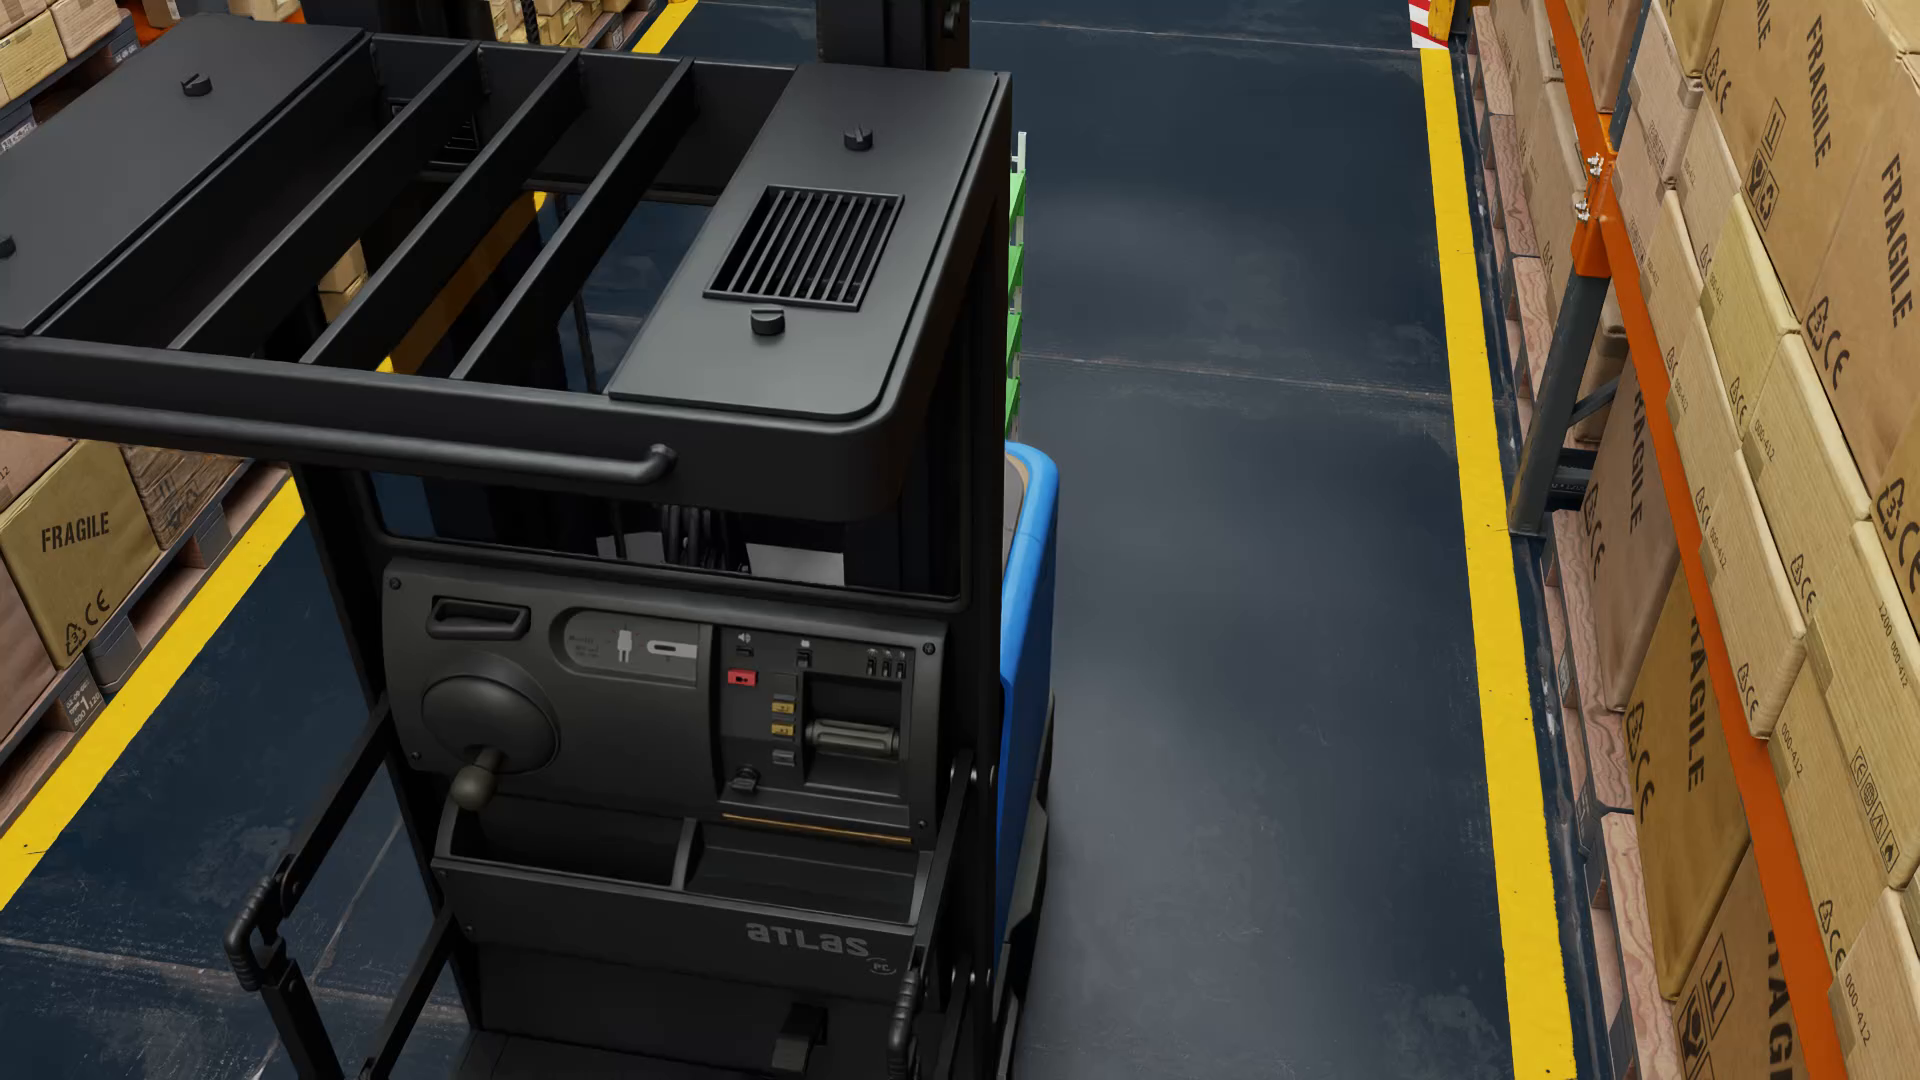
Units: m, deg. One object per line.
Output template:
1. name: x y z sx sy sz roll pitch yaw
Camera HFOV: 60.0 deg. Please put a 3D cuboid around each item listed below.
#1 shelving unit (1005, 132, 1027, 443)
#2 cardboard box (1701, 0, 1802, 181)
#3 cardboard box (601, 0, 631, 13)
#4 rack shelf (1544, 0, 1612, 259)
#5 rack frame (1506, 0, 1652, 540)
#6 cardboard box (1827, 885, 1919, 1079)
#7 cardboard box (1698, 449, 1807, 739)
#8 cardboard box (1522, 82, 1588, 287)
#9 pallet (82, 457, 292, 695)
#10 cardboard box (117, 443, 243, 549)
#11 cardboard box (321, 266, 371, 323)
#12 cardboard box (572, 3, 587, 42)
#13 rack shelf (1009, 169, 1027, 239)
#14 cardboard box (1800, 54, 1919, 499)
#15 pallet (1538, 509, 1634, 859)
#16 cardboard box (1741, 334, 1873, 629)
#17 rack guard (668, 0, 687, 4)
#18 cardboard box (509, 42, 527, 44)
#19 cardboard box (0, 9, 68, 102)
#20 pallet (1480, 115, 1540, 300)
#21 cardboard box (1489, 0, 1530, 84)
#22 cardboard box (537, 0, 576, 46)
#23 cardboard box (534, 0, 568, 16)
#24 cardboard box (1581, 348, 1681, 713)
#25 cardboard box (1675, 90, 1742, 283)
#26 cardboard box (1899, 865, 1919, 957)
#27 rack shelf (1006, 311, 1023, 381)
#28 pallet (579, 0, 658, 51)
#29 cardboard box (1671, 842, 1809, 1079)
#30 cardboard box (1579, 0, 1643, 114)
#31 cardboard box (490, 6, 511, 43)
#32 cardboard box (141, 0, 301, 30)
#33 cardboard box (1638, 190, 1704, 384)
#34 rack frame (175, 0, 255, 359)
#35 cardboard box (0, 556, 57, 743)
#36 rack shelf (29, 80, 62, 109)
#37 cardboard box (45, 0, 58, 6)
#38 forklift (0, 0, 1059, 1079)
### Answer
1. shelving unit: 0.029 -0.566 4.993 0.258 1.200 0.503 6 40 8
2. cardboard box: 1.821 -1.011 3.255 0.500 0.500 0.500 6 40 7
3. cardboard box: -1.790 -2.683 8.049 0.380 0.149 0.250 8 40 9
4. rack shelf: 2.587 -2.131 6.038 1.077 0.370 4.000 6 40 8
5. rack frame: 2.241 -1.153 4.291 1.000 3.000 0.127 6 40 8
6. cardboard box: 1.454 0.746 2.111 0.500 0.250 0.500 7 40 8
7. cardboard box: 1.617 0.109 2.882 0.500 0.250 0.500 6 40 7
8. cardboard box: 2.610 -1.272 6.116 0.875 0.438 0.875 5 40 6
9. pallet: -2.785 -0.072 5.172 1.003 0.211 1.213 6 40 8
10. cardboard box: -2.532 -0.342 4.942 0.500 0.500 0.500 6 40 7
11. cardboard box: -2.272 -0.892 5.883 0.380 0.149 0.250 5 40 6
12. cardboard box: -1.951 -2.371 7.671 0.380 0.149 0.250 7 40 8
13. rack shelf: 0.029 -0.887 4.728 0.258 0.148 0.480 6 40 8
14. cardboard box: 1.648 -0.371 2.481 0.500 0.500 0.500 6 40 7
15. pallet: 2.182 0.414 4.584 1.003 0.211 1.213 6 40 8
16. cardboard box: 1.626 -0.082 2.720 0.500 0.250 0.500 5 40 6
17. rack guard: -1.973 -3.135 8.650 1.175 0.500 0.348 6 40 8
18. cardboard box: -2.018 -1.974 6.958 0.380 0.149 0.250 7 40 8
19. cardboard box: -2.570 -1.267 4.296 0.380 0.149 0.250 7 40 8
20. pallet: 2.658 -1.315 6.675 1.003 0.211 1.213 6 40 8
21. cardboard box: 2.917 -2.413 7.496 0.875 0.438 0.875 5 40 6
22. cardboard box: -1.935 -2.309 7.362 0.380 0.149 0.250 7 40 8
23. cardboard box: -1.920 -2.420 7.264 0.380 0.149 0.250 8 40 9
24. cardboard box: 2.212 -0.099 4.353 0.875 0.875 0.875 8 40 9
25. cardboard box: 1.825 -0.713 3.484 0.500 0.250 0.500 7 40 8
26. cardboard box: 1.467 0.568 1.935 0.500 0.250 0.500 5 40 7
27. rack shelf: 0.029 -0.517 5.034 0.258 0.148 0.480 6 40 8
28. pallet: -2.148 -2.518 8.130 1.003 0.211 1.213 6 40 8
29. cardboard box: 1.909 1.030 2.988 0.875 0.875 0.875 7 40 8
30. cardboard box: 2.069 -1.511 4.645 0.500 0.500 0.500 7 40 8
31. cardboard box: -2.093 -2.100 6.876 0.380 0.149 0.250 7 40 8
32. cardboard box: -2.281 -1.681 5.126 0.380 0.149 0.250 8 40 9
33. cardboard box: 1.817 -0.524 3.647 0.500 0.250 0.500 5 40 7
34. rack frame: -2.652 -1.636 4.875 1.000 3.000 0.127 6 40 8
35. cardboard box: -2.714 0.301 4.164 0.500 0.500 0.500 6 40 7
36. rack shelf: -2.998 -0.103 3.586 1.077 0.370 4.000 6 40 8
37. cardboard box: -2.526 -1.544 4.398 0.380 0.149 0.250 8 40 9
38. forklift: -0.521 0.350 2.527 1.130 2.935 3.031 6 40 8
